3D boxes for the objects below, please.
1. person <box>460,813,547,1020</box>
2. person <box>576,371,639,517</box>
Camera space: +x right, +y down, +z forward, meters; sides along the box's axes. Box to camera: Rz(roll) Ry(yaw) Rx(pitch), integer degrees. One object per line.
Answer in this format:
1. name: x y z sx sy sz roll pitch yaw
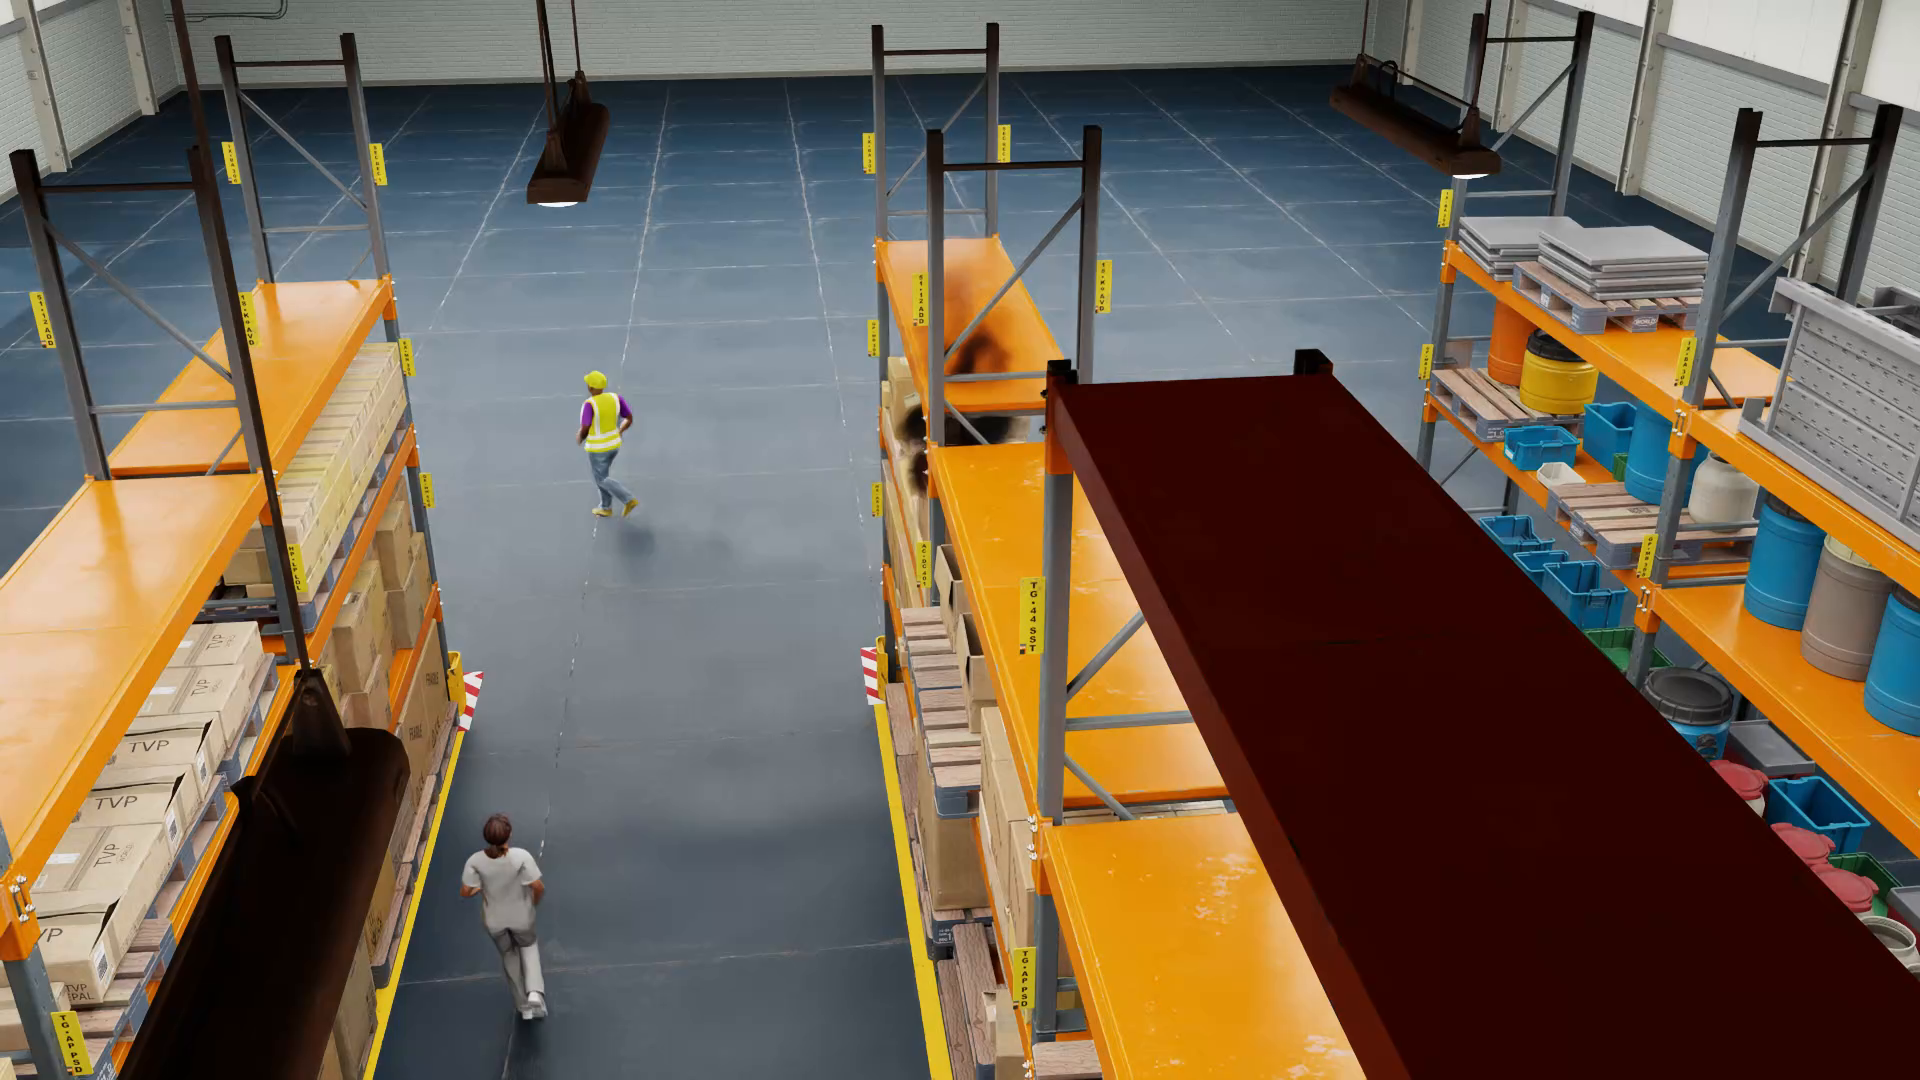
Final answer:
1. person: -3.056 2.573 11.245 0.560 1.632 0.605 -4 26 -9
2. person: -3.937 -1.012 18.600 0.810 1.770 0.694 16 30 30
